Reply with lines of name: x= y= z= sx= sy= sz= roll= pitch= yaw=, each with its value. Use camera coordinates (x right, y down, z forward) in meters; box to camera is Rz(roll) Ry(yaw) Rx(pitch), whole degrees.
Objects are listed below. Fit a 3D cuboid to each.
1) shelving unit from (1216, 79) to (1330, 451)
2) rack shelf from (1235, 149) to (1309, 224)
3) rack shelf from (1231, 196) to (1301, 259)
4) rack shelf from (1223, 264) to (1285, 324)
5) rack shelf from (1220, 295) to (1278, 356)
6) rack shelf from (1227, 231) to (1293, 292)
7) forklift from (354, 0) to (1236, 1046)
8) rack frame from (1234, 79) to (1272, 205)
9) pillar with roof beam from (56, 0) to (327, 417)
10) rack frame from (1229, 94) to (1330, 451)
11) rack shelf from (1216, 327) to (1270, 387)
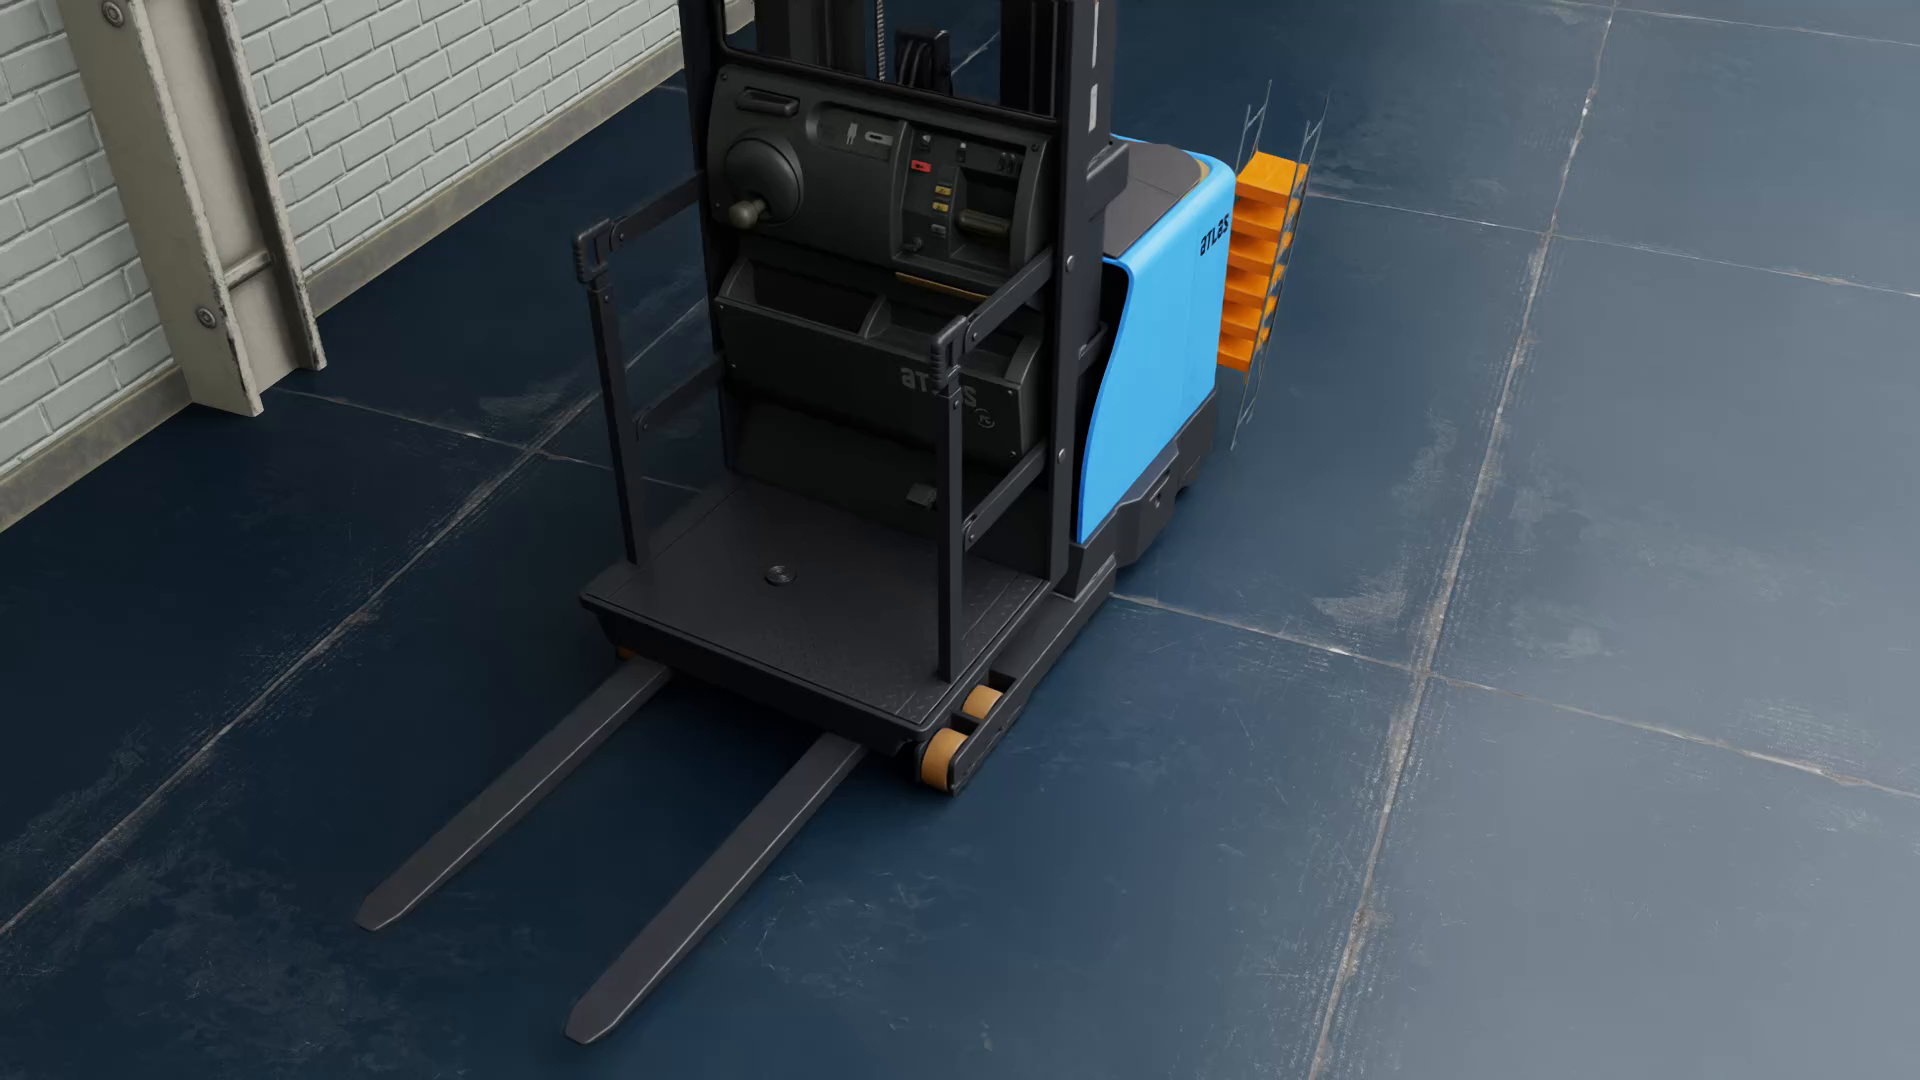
shelving unit: x=0.939 y=-0.861 z=5.389 sx=0.189 sy=1.200 sz=0.258 roll=20 pitch=41 yaw=16
rack shelf: x=0.967 y=-1.105 z=5.191 sx=0.180 sy=0.103 sz=0.258 roll=20 pitch=41 yaw=16
rack shelf: x=0.956 y=-1.013 z=5.266 sx=0.180 sy=0.103 sz=0.258 roll=20 pitch=41 yaw=16
rack shelf: x=0.935 y=-0.827 z=5.417 sx=0.180 sy=0.103 sz=0.258 roll=20 pitch=41 yaw=16
rack shelf: x=0.925 y=-0.734 z=5.492 sx=0.180 sy=0.103 sz=0.258 roll=20 pitch=41 yaw=16
rack shelf: x=0.946 y=-0.920 z=5.341 sx=0.180 sy=0.103 sz=0.258 roll=20 pitch=41 yaw=16
forklift: x=-0.324 y=-0.828 z=3.909 sx=1.130 sy=2.935 sz=3.031 roll=19 pitch=41 yaw=23
rack frame: x=0.856 y=-0.891 z=5.414 sx=0.006 sy=1.200 sz=0.240 roll=20 pitch=41 yaw=16
pillar with roof beam: x=1.440 y=-3.198 z=2.012 sx=9.100 sy=9.000 sz=0.400 roll=14 pitch=39 yaw=18
rack frame: x=1.022 y=-0.831 z=5.363 sx=0.006 sy=1.200 sz=0.240 roll=20 pitch=41 yaw=16
rack shelf: x=0.914 y=-0.642 z=5.568 sx=0.180 sy=0.103 sz=0.258 roll=20 pitch=41 yaw=16
